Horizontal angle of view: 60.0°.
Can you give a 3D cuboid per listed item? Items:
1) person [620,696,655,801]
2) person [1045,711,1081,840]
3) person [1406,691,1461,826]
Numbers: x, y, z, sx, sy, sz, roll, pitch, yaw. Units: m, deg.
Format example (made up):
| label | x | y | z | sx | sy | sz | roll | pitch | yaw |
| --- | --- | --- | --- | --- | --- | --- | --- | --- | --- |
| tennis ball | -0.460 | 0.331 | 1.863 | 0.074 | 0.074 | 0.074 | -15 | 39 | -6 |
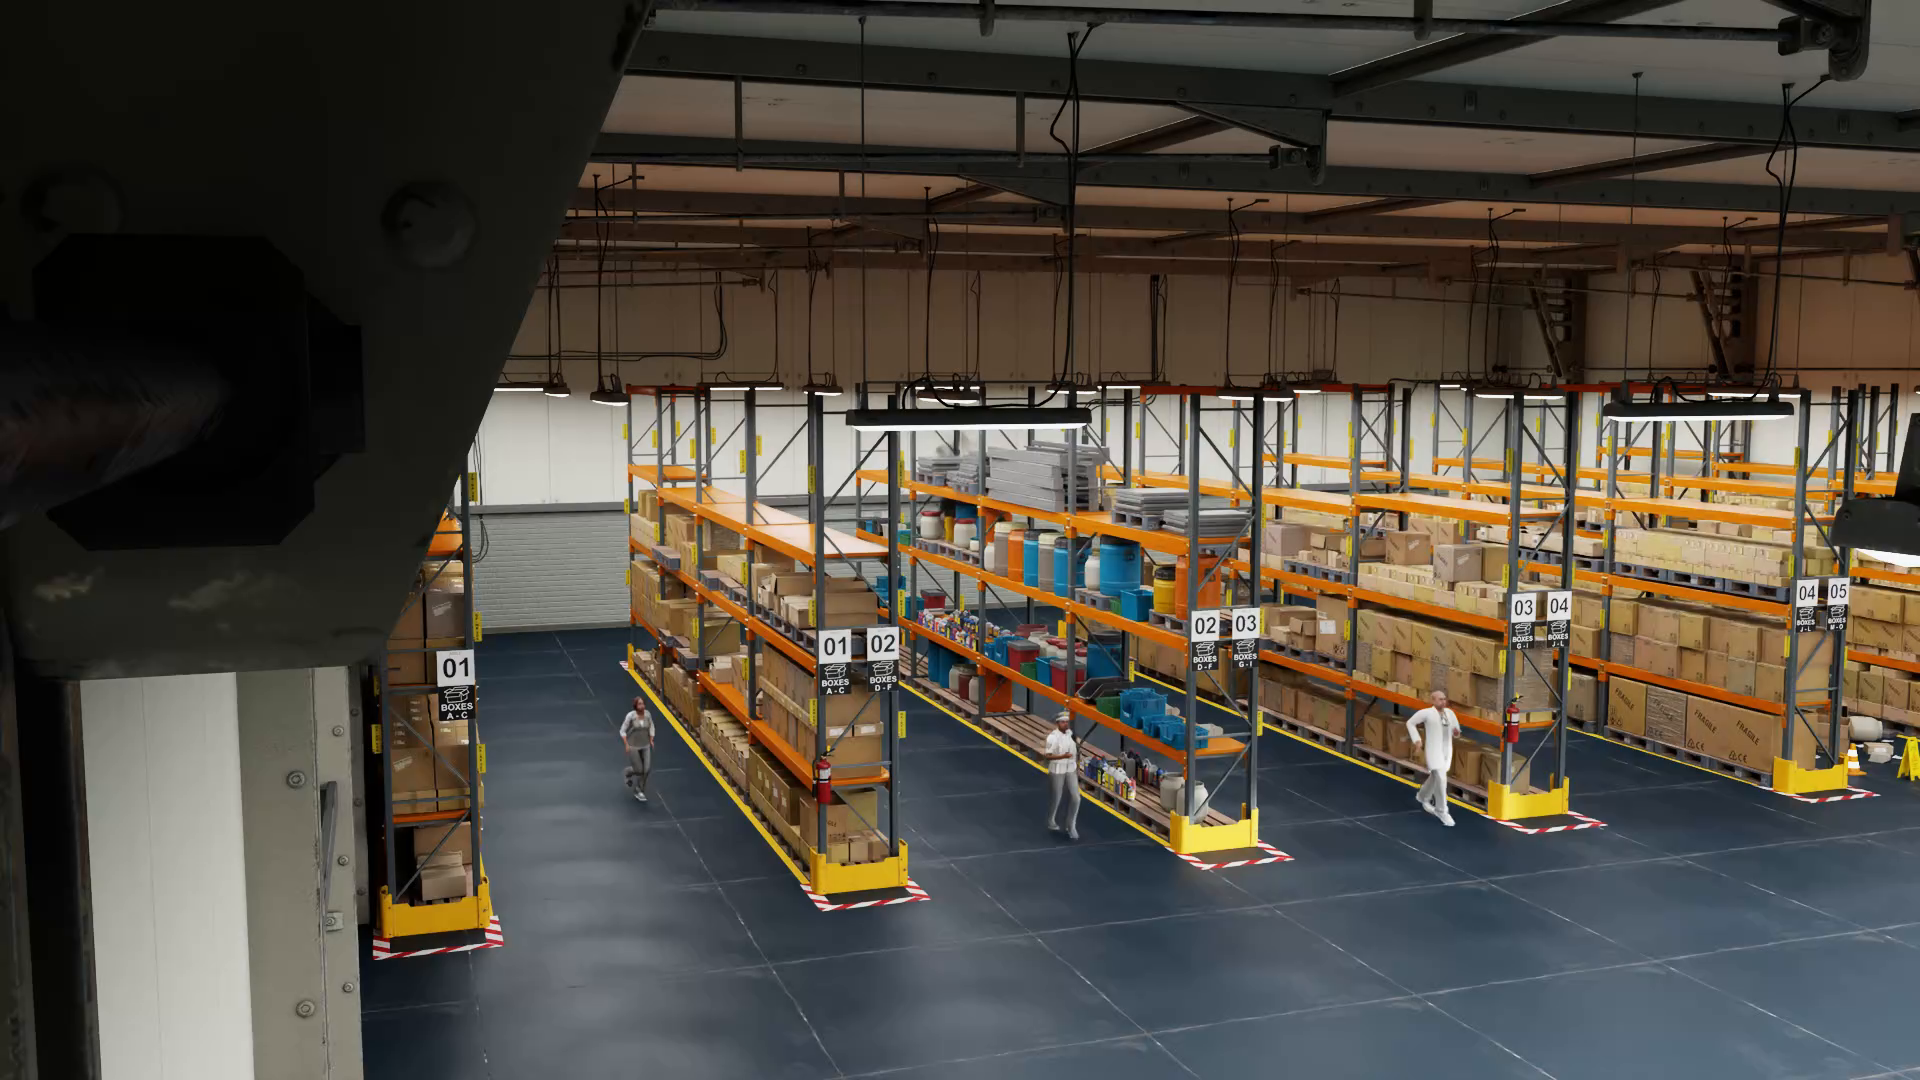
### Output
| label | x | y | z | sx | sy | sz | roll | pitch | yaw |
| --- | --- | --- | --- | --- | --- | --- | --- | --- | --- |
| person | -4.742 | 3.049 | 24.479 | 0.523 | 1.554 | 0.574 | -4 | 7 | -32 |
| person | 1.394 | 3.171 | 22.493 | 0.556 | 1.756 | 0.714 | -3 | 6 | -24 |
| person | 6.694 | 3.016 | 23.348 | 0.657 | 1.817 | 0.922 | -3 | 7 | -26 |
